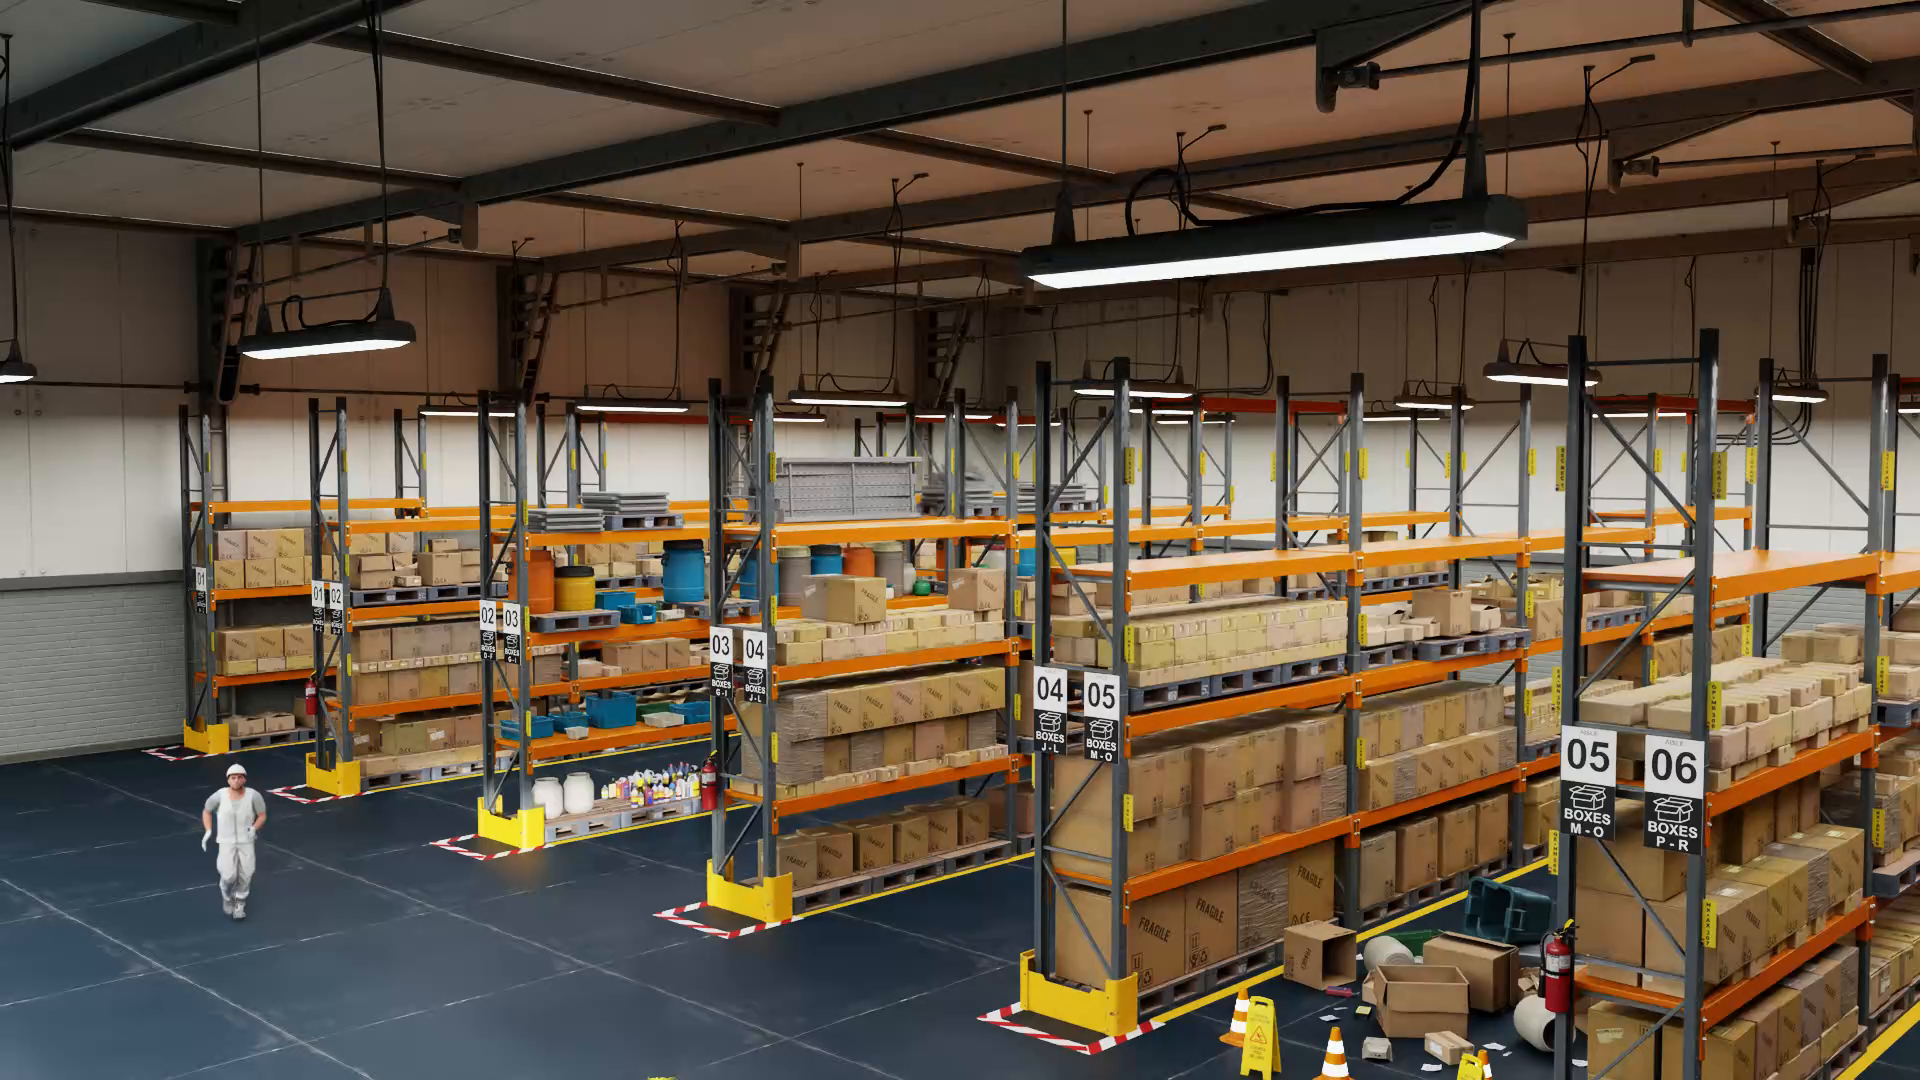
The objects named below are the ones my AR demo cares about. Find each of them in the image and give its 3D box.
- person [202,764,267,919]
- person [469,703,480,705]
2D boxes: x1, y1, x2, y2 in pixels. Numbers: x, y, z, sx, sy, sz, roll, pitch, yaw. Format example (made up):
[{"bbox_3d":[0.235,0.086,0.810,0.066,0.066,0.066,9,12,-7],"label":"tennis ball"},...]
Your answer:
[{"bbox_3d":[-7.940,3.323,18.214,0.659,1.737,0.677,-1,3,-26],"label":"person"},{"bbox_3d":[-8.444,2.762,29.218,0.650,1.732,0.566,2,4,35],"label":"person"}]
